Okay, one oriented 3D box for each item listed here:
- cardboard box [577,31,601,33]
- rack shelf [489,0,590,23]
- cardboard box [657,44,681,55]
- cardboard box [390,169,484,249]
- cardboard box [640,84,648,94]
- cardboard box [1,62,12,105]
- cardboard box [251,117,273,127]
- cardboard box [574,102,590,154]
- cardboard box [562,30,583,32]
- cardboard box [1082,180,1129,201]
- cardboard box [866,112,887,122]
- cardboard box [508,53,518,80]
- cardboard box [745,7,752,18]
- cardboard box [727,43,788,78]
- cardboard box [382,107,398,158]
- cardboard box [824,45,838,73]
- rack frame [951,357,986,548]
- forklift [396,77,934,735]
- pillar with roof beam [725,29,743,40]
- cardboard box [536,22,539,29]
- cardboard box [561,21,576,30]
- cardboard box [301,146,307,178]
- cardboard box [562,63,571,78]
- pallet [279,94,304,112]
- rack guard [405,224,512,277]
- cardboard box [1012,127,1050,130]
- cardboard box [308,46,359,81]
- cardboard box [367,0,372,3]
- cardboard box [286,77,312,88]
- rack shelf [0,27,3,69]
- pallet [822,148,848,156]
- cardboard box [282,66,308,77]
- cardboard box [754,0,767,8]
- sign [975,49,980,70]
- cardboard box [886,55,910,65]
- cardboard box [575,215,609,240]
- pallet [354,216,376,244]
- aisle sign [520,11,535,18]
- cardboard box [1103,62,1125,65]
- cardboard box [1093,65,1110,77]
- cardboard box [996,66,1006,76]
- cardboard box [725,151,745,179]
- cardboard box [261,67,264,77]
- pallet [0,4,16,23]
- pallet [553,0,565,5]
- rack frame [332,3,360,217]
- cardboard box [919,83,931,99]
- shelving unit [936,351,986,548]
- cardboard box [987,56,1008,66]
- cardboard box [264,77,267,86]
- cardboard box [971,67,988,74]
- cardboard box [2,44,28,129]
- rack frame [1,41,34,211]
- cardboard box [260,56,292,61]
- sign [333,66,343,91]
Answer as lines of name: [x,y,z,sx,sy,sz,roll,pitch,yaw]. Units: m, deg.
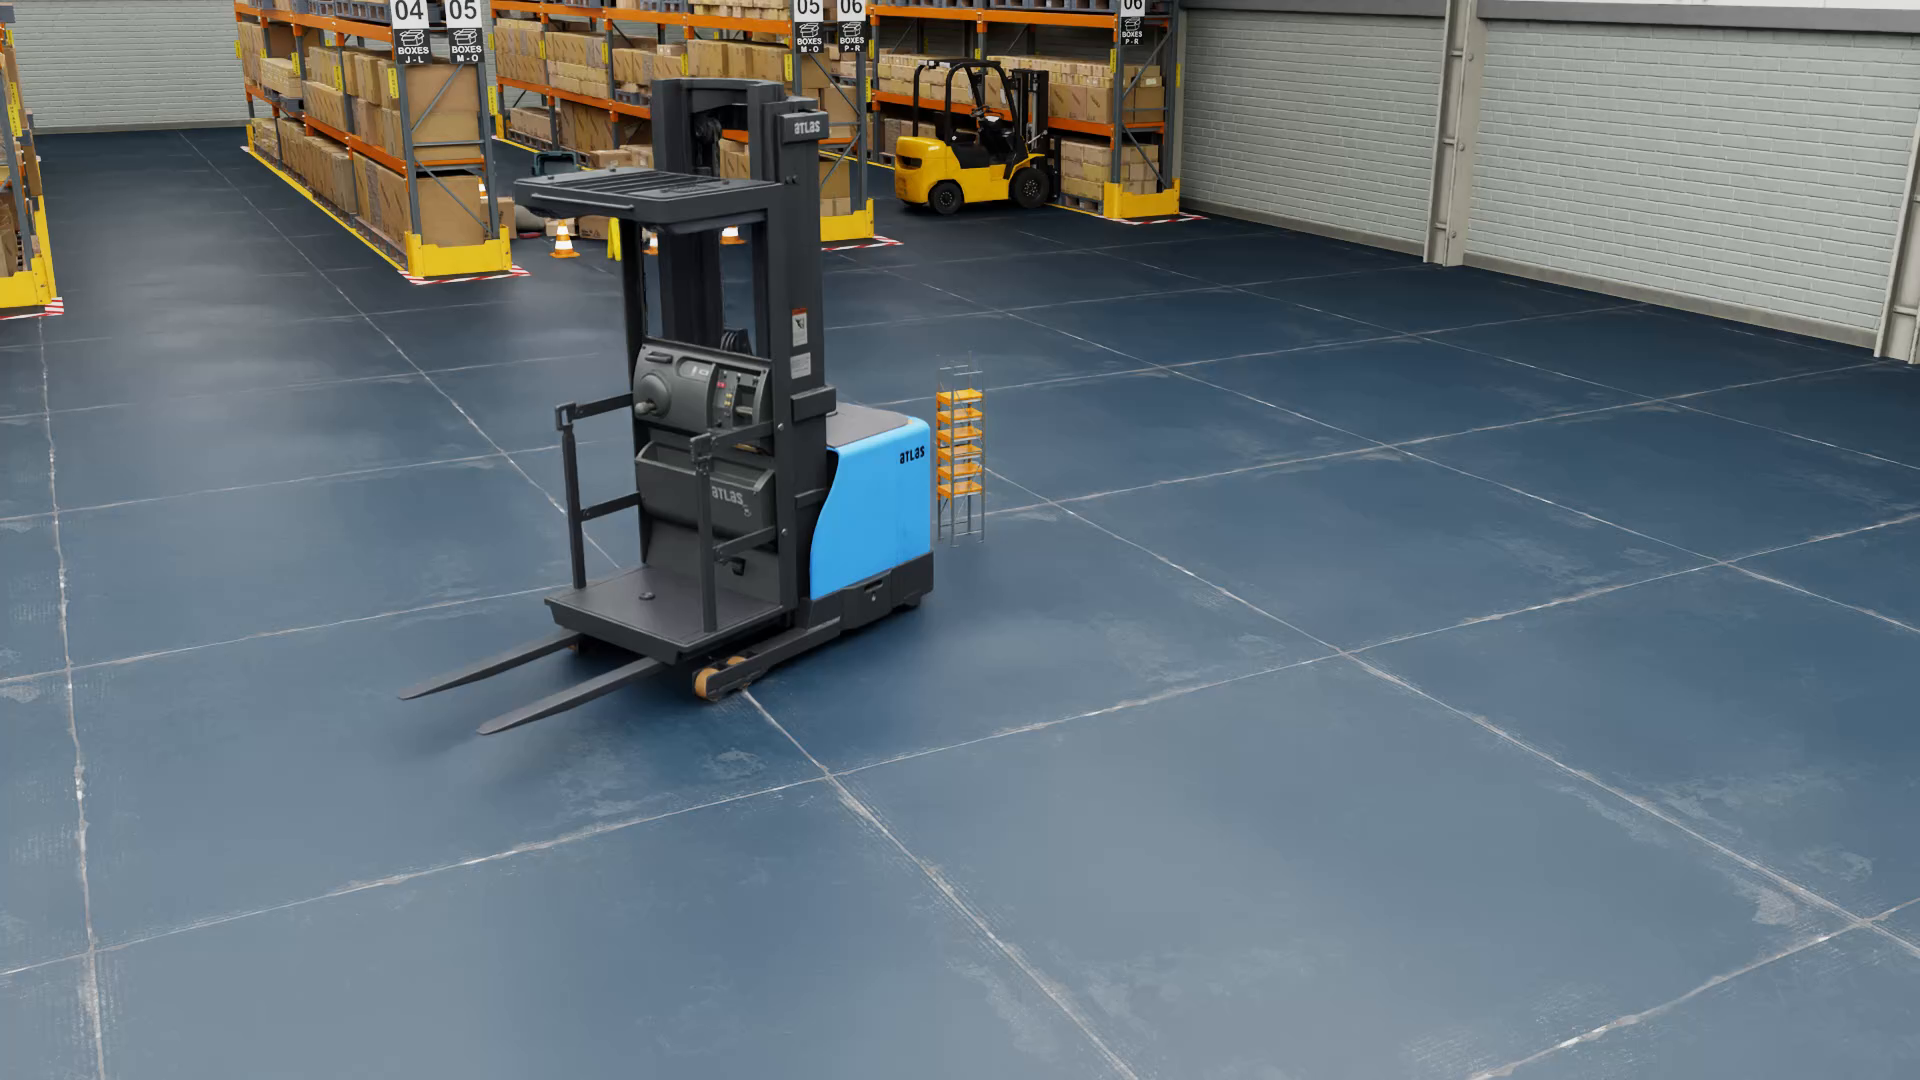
cardboard box: [-6.969,-9.328,31.380,0.500,0.500,0.500,-9,21,-25]
rack shelf: [-8.351,-10.550,33.110,1.077,0.370,4.000,-10,21,-27]
cardboard box: [-4.510,-7.663,25.992,0.380,0.149,0.250,-11,22,-29]
cardboard box: [-6.392,-4.036,20.342,0.875,0.875,0.875,-10,21,-26]
cardboard box: [-5.022,-7.396,27.207,0.380,0.149,0.250,-9,21,-23]
cardboard box: [-10.916,-5.066,18.573,0.500,0.500,0.500,-10,21,-27]
cardboard box: [-13.660,-8.179,32.551,0.380,0.149,0.250,-11,22,-29]
cardboard box: [-6.601,-7.668,30.869,0.875,0.875,0.875,-9,21,-25]
cardboard box: [-7.415,-9.592,32.144,0.500,0.500,0.500,-10,21,-26]
cardboard box: [2.162,-5.207,24.696,0.500,0.250,0.500,-10,21,-26]
cardboard box: [-1.593,-7.945,31.253,0.380,0.149,0.250,-11,22,-29]
cardboard box: [-8.835,-9.621,33.762,0.500,0.500,0.500,-10,21,-27]
cardboard box: [-2.702,-7.183,22.636,0.380,0.149,0.250,-11,22,-28]
cardboard box: [-2.819,-6.668,23.214,0.700,0.500,0.500,-10,21,-27]
cardboard box: [-6.508,-4.982,20.241,0.875,0.550,0.550,-10,21,-27]
cardboard box: [-2.384,-9.366,32.378,0.700,0.500,0.500,-10,21,-27]
rack frame: [0.050,-0.537,10.348,0.240,1.200,0.006,-10,21,-27]
forklift: [-1.458,-0.761,8.344,1.130,2.935,3.031,14,24,36]
pillar with roof beam: [-9.210,-13.899,37.114,9.100,9.000,0.400,-10,21,-27]
cardboard box: [-7.967,-9.929,32.126,0.380,0.149,0.250,-10,21,-27]
cardboard box: [-7.618,-9.993,32.312,0.380,0.149,0.250,-10,22,-27]
cardboard box: [-10.353,-6.119,26.954,0.500,0.500,0.500,-10,21,-27]
cardboard box: [-6.952,-8.599,30.416,0.500,0.250,0.500,-10,21,-26]
pallet: [-10.243,-7.051,26.761,1.213,0.211,1.003,-10,21,-27]
rack guard: [-6.000,-3.469,19.917,1.175,0.500,0.348,-10,21,-27]
cardboard box: [1.168,-6.631,27.289,0.500,0.250,0.500,-10,21,-26]
cardboard box: [-9.606,-7.343,25.627,0.700,0.500,0.500,-10,21,-27]
cardboard box: [-6.829,-6.464,19.755,0.380,0.149,0.250,-10,21,-26]
cardboard box: [-10.446,-7.245,26.315,0.380,0.149,0.250,-9,21,-26]
rack shelf: [-11.375,-5.570,18.679,1.077,0.370,4.000,-10,21,-27]
pallet: [-2.032,-7.771,32.829,1.003,0.211,1.213,-10,21,-27]
cardboard box: [-10.564,-7.457,26.472,0.380,0.149,0.250,-10,22,-27]
cardboard box: [-2.410,-7.192,22.052,0.500,0.250,0.500,-10,22,-27]
sign: [0.291,-7.794,26.967,0.100,0.325,0.005,-10,21,-27]
cardboard box: [-1.116,-8.660,29.981,0.380,0.149,0.250,-9,21,-25]
cardboard box: [-4.766,-4.385,22.567,0.637,0.503,0.797,7,20,20]
pallet: [-7.619,-4.257,22.644,1.003,0.211,1.213,-10,21,-27]
aisle sign: [-9.062,-11.344,34.921,0.394,0.787,0.004,-10,21,-27]
cardboard box: [2.355,-7.074,24.930,0.380,0.149,0.250,-10,21,-26]
cardboard box: [2.163,-6.853,24.291,0.380,0.149,0.250,-10,21,-27]
cardboard box: [0.808,-7.519,26.674,0.380,0.149,0.250,-9,21,-25]
cardboard box: [-3.051,-5.342,23.937,0.500,0.500,0.500,-9,21,-24]
cardboard box: [-11.928,-8.138,28.902,0.380,0.149,0.250,-10,21,-26]
pallet: [-12.524,-6.589,20.817,1.213,0.211,1.003,-10,21,-27]
pallet: [-6.923,-9.970,30.620,0.805,0.209,1.217,-11,22,-29]
rack frame: [-7.911,-5.805,22.857,1.000,3.000,0.127,-10,21,-27]
cardboard box: [-0.410,-7.842,28.989,0.500,0.250,0.500,-9,21,-25]
shelving unit: [0.007,-0.563,10.424,0.258,1.200,0.189,-10,21,-27]
cardboard box: [0.654,-7.728,26.825,0.380,0.149,0.250,-10,21,-26]
cardboard box: [-11.791,-7.919,28.723,0.380,0.149,0.250,-10,21,-26]
cardboard box: [0.406,-7.789,27.457,0.380,0.149,0.250,-9,21,-25]
cardboard box: [-12.578,-5.798,21.272,1.000,1.000,1.000,-10,21,-26]
rack frame: [-14.224,-6.214,24.042,1.000,3.000,0.127,-10,21,-27]
cardboard box: [-12.188,-8.385,29.723,0.500,0.500,0.500,-10,21,-27]
sign: [-8.384,-6.228,22.429,0.100,0.325,0.005,-10,21,-27]
